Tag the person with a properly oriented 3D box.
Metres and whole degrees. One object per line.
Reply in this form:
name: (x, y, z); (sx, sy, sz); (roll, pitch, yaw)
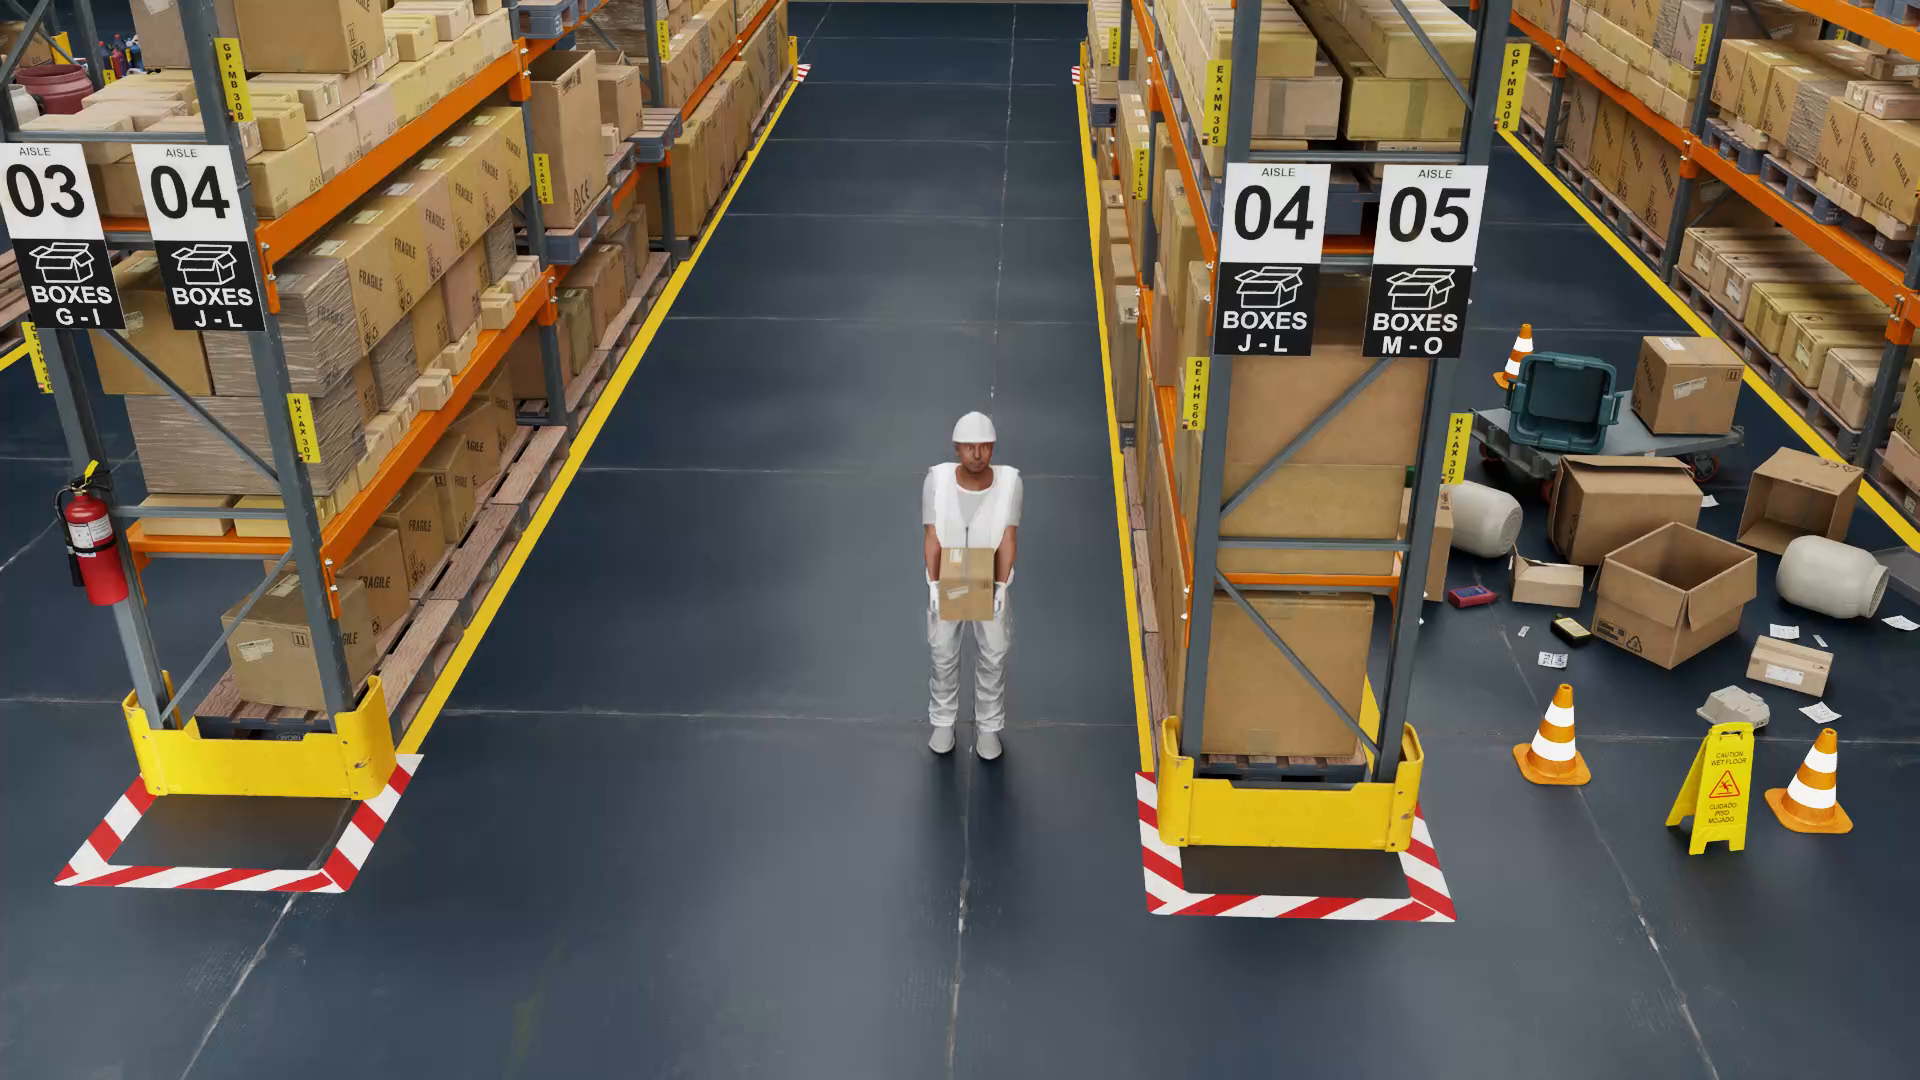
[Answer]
person: (0.056, 0.266, 8.100); (0.487, 1.778, 0.575); (1, 28, 2)
